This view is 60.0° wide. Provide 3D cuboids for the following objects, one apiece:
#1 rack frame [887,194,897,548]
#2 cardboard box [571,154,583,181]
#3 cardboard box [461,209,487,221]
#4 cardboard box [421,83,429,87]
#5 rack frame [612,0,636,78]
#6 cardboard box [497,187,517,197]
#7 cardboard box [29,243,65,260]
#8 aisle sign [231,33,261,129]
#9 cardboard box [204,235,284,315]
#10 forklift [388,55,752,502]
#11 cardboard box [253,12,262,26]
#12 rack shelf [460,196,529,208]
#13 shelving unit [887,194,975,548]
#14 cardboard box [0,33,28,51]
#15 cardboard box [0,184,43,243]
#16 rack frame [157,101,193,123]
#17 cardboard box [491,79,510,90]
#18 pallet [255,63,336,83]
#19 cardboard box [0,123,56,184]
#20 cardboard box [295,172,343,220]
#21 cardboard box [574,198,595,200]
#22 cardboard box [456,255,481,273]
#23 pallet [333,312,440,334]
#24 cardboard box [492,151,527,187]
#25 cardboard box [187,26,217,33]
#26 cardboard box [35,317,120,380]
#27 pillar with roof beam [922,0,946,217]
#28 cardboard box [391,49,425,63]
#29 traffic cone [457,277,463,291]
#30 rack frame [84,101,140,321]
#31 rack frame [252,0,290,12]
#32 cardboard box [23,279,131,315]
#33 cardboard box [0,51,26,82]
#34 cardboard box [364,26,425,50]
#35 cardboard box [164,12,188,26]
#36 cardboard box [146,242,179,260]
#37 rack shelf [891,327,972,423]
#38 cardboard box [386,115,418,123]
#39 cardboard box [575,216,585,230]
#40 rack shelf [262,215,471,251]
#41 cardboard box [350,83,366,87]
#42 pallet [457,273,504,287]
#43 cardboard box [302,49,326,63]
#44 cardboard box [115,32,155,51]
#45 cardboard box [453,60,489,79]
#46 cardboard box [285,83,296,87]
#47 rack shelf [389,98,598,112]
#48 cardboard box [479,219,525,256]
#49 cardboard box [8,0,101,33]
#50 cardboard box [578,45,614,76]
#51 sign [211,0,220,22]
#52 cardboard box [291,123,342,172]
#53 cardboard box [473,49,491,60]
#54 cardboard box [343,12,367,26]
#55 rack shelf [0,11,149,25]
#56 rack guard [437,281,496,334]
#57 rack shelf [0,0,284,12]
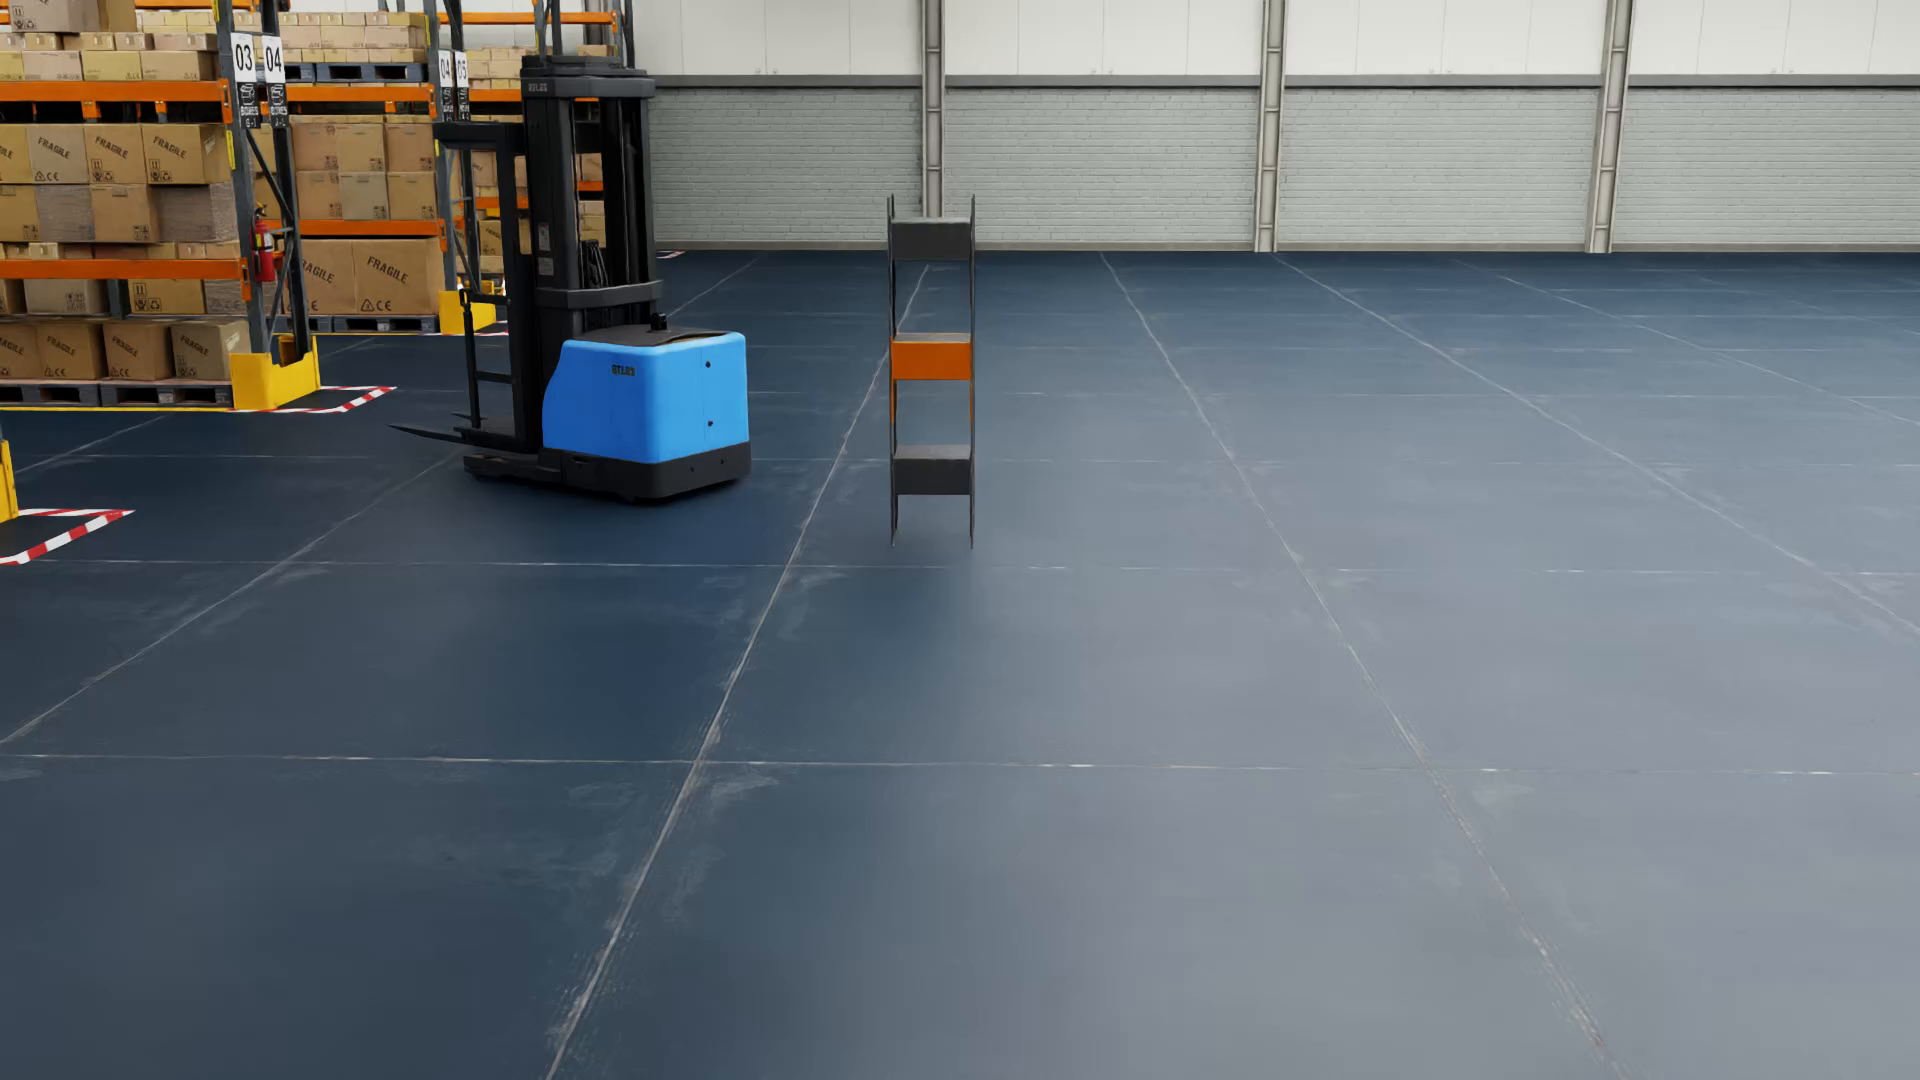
[{"bbox_3d":[-0.409,-1.018,10.082,0.015,2.100,0.400,0,15,1],"label":"rack frame"},{"bbox_3d":[-6.810,-6.530,29.013,0.500,0.500,0.500,1,15,3],"label":"cardboard box"},{"bbox_3d":[-7.092,-4.747,24.279,0.250,0.149,0.380,1,15,3],"label":"cardboard box"},{"bbox_3d":[-7.559,-6.549,23.895,0.250,0.149,0.380,0,15,0],"label":"cardboard box"},{"bbox_3d":[-5.793,-9.440,28.481,0.127,3.000,1.000,0,15,1],"label":"rack frame"},{"bbox_3d":[-6.551,-5.073,24.182,0.250,0.149,0.380,0,15,1],"label":"cardboard box"},{"bbox_3d":[-7.962,-2.557,14.644,0.250,0.149,0.380,0,15,1],"label":"cardboard box"},{"bbox_3d":[-6.115,-3.926,14.246,0.004,0.787,0.394,0,15,1],"label":"aisle sign"},{"bbox_3d":[-8.412,-3.185,19.875,0.875,0.875,0.875,0,15,2],"label":"cardboard box"},{"bbox_3d":[-2.989,-1.943,11.959,3.031,2.935,1.130,10,18,33],"label":"forklift"},{"bbox_3d":[-7.812,-5.902,18.860,0.250,0.149,0.380,0,15,2],"label":"cardboard box"},{"bbox_3d":[-7.915,-4.939,24.589,4.000,0.370,1.077,0,15,1],"label":"rack shelf"},{"bbox_3d":[-0.165,-1.016,10.076,0.503,2.100,0.431,0,15,1],"label":"shelving unit"},{"bbox_3d":[-8.028,-4.263,14.251,0.250,0.149,0.380,0,15,-1],"label":"cardboard box"},{"bbox_3d":[-8.219,-2.942,14.833,0.500,0.500,0.875,0,15,1],"label":"cardboard box"},{"bbox_3d":[-13.790,-6.591,29.444,0.127,3.000,1.000,0,15,1],"label":"rack frame"},{"bbox_3d":[-6.529,-6.527,23.810,0.250,0.149,0.380,0,15,2],"label":"cardboard box"},{"bbox_3d":[-7.906,-5.427,19.325,1.213,0.211,1.003,0,15,1],"label":"pallet"},{"bbox_3d":[-8.225,-3.373,14.507,0.500,0.500,0.500,0,15,1],"label":"cardboard box"},{"bbox_3d":[-7.421,-4.108,19.735,0.550,0.550,0.875,0,15,1],"label":"cardboard box"},{"bbox_3d":[-6.768,-5.950,29.619,0.500,0.250,0.500,0,15,2],"label":"cardboard box"},{"bbox_3d":[-7.249,-4.089,24.526,0.500,0.250,0.500,0,15,2],"label":"cardboard box"},{"bbox_3d":[-6.743,-2.647,19.961,1.213,0.211,1.003,0,15,1],"label":"pallet"},{"bbox_3d":[-6.466,-5.399,24.144,0.500,0.500,0.500,0,15,0],"label":"cardboard box"},{"bbox_3d":[-8.450,-5.729,18.986,0.500,0.250,0.500,0,15,1],"label":"cardboard box"},{"bbox_3d":[-8.017,-1.753,15.181,0.500,0.500,0.500,2,15,7],"label":"cardboard box"},{"bbox_3d":[-0.578,-8.538,25.060,0.400,9.000,9.100,0,15,1],"label":"pillar with roof beam"},{"bbox_3d":[-6.282,-5.507,18.925,0.250,0.149,0.380,0,15,1],"label":"cardboard box"},{"bbox_3d":[-6.436,-3.149,21.370,0.334,0.463,0.336,0,15,1],"label":"traffic cone"},{"bbox_3d":[-9.940,-4.037,19.760,0.127,3.000,1.000,0,15,1],"label":"rack frame"},{"bbox_3d":[-9.915,-8.200,23.782,0.127,3.000,1.000,0,15,1],"label":"rack frame"},{"bbox_3d":[-10.563,-3.133,19.921,0.750,0.750,1.050,0,15,1],"label":"cardboard box"},{"bbox_3d":[-8.172,-4.072,14.310,0.500,0.250,0.500,0,15,0],"label":"cardboard box"},{"bbox_3d":[-6.438,-5.715,18.935,0.500,0.250,0.500,1,15,2],"label":"cardboard box"},{"bbox_3d":[-8.823,-5.909,18.886,0.250,0.149,0.380,0,15,1],"label":"cardboard box"},{"bbox_3d":[-6.960,-2.564,14.672,0.250,0.149,0.380,0,15,1],"label":"cardboard box"},{"bbox_3d":[-0.165,-1.003,10.080,0.480,0.518,0.431,0,15,1],"label":"rack shelf"},{"bbox_3d":[-7.946,-5.918,24.151,0.500,0.500,0.700,0,15,1],"label":"cardboard box"},{"bbox_3d":[-6.789,-5.584,29.212,0.500,0.250,0.500,0,15,1],"label":"cardboard box"},{"bbox_3d":[-7.941,-3.676,19.802,4.000,0.370,1.077,0,15,1],"label":"rack shelf"},{"bbox_3d":[-8.582,-6.558,23.930,0.250,0.149,0.380,0,15,0],"label":"cardboard box"},{"bbox_3d":[-6.803,-3.940,24.860,1.213,0.211,1.003,0,15,1],"label":"pallet"},{"bbox_3d":[-7.300,-5.513,18.950,0.250,0.149,0.380,0,15,1],"label":"cardboard box"},{"bbox_3d":[-6.988,-4.245,14.180,0.250,0.149,0.380,0,15,-1],"label":"cardboard box"},{"bbox_3d":[-6.937,-6.737,23.825,0.500,0.250,0.500,0,15,1],"label":"cardboard box"},{"bbox_3d":[-9.606,-6.563,23.949,0.250,0.149,0.380,0,15,1],"label":"cardboard box"},{"bbox_3d":[-7.792,-7.655,29.005,4.000,0.370,1.077,0,15,1],"label":"rack shelf"},{"bbox_3d":[-6.724,-4.448,24.417,0.500,0.500,0.500,0,15,2],"label":"cardboard box"},{"bbox_3d":[-7.725,-4.576,14.166,0.500,0.500,0.500,0,15,1],"label":"cardboard box"},{"bbox_3d":[-6.242,-8.230,28.560,0.500,0.500,0.500,1,15,3],"label":"cardboard box"},{"bbox_3d":[-6.203,-4.483,13.837,0.005,0.325,0.100,0,15,1],"label":"sign"},{"bbox_3d":[-7.420,-4.636,19.620,0.550,0.550,0.875,0,15,1],"label":"cardboard box"},{"bbox_3d":[-6.774,-6.923,23.751,0.250,0.149,0.380,0,15,1],"label":"cardboard box"},{"bbox_3d":[-6.793,-5.896,18.836,0.250,0.149,0.380,1,15,2],"label":"cardboard box"},{"bbox_3d":[-15.790,-8.964,28.870,4.000,0.370,1.077,0,15,1],"label":"rack shelf"},{"bbox_3d":[-5.917,-2.802,19.979,0.348,0.500,1.175,0,15,1],"label":"rack guard"},{"bbox_3d":[-11.914,-7.672,23.974,4.000,0.370,1.077,0,15,1],"label":"rack shelf"}]
